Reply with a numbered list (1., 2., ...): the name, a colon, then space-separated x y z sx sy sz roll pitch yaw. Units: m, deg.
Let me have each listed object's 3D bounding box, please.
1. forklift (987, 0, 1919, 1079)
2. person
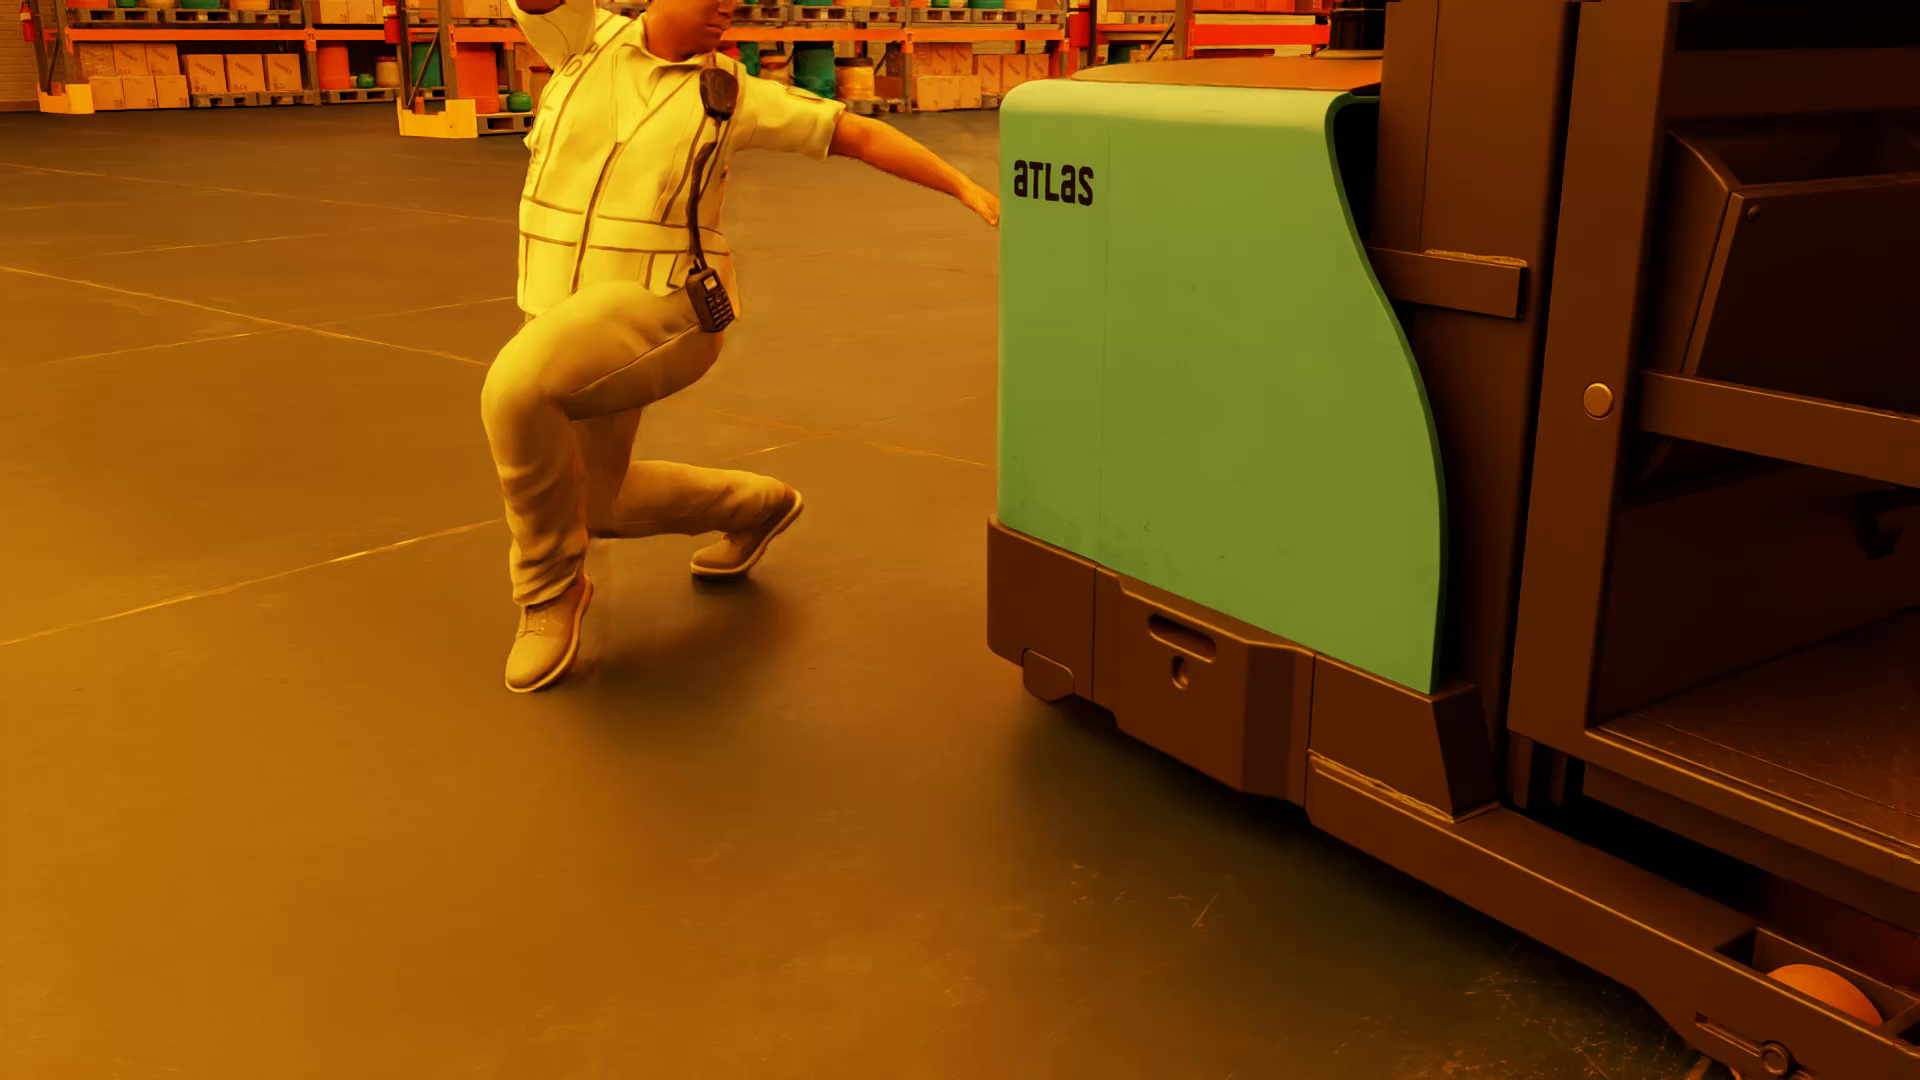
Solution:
1. forklift: 1.297 -0.874 1.775 1.130 2.935 3.031 -11 20 -33
2. person: -0.447 -0.473 3.161 0.922 1.386 0.929 7 18 23
